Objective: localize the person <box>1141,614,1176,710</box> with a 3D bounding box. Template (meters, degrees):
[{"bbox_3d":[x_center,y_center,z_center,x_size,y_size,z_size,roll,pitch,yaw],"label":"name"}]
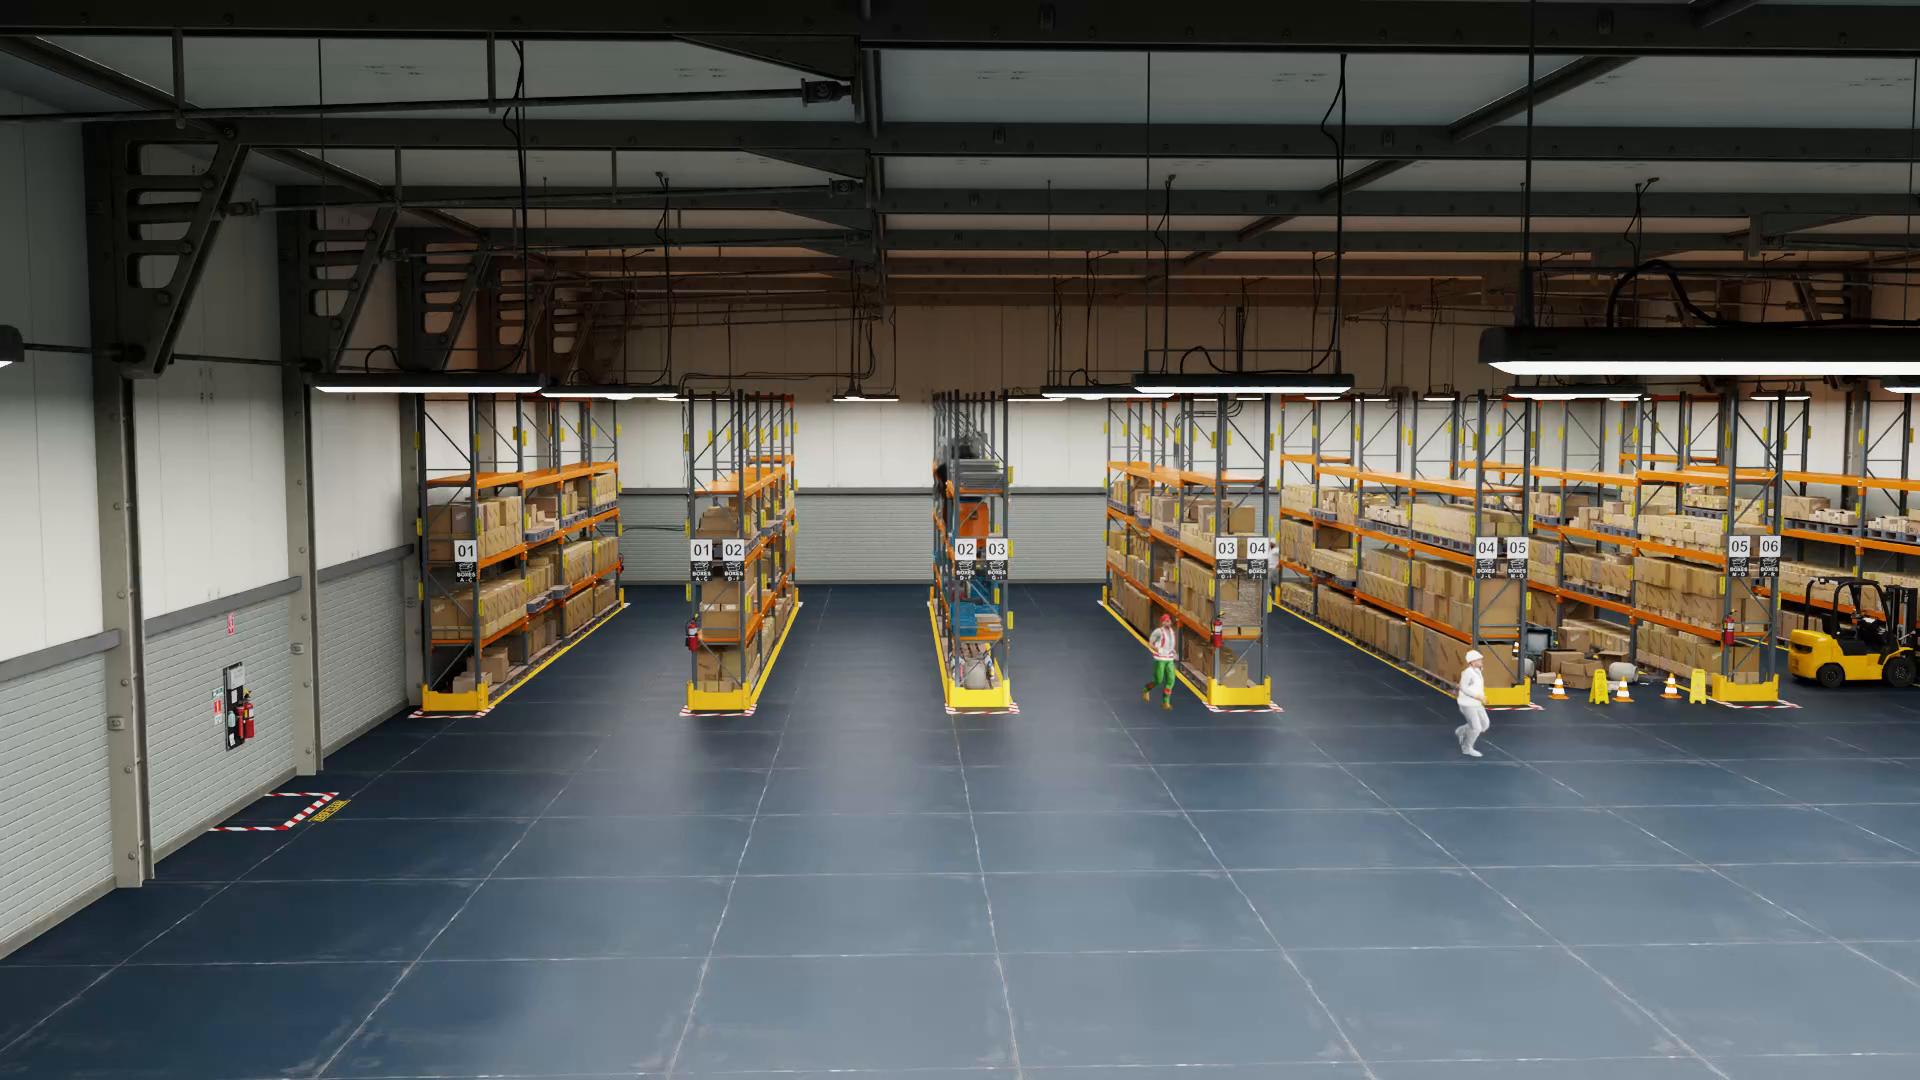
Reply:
[{"bbox_3d":[3.832,2.280,31.490,0.672,1.785,0.833,-3,5,-30],"label":"person"}]

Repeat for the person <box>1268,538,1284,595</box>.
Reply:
[{"bbox_3d":[9.163,0.842,48.719,0.883,1.793,0.732,-1,5,-12],"label":"person"}]

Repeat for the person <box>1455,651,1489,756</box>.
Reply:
[{"bbox_3d":[8.354,2.657,27.079,0.524,1.730,0.672,3,6,36],"label":"person"}]
